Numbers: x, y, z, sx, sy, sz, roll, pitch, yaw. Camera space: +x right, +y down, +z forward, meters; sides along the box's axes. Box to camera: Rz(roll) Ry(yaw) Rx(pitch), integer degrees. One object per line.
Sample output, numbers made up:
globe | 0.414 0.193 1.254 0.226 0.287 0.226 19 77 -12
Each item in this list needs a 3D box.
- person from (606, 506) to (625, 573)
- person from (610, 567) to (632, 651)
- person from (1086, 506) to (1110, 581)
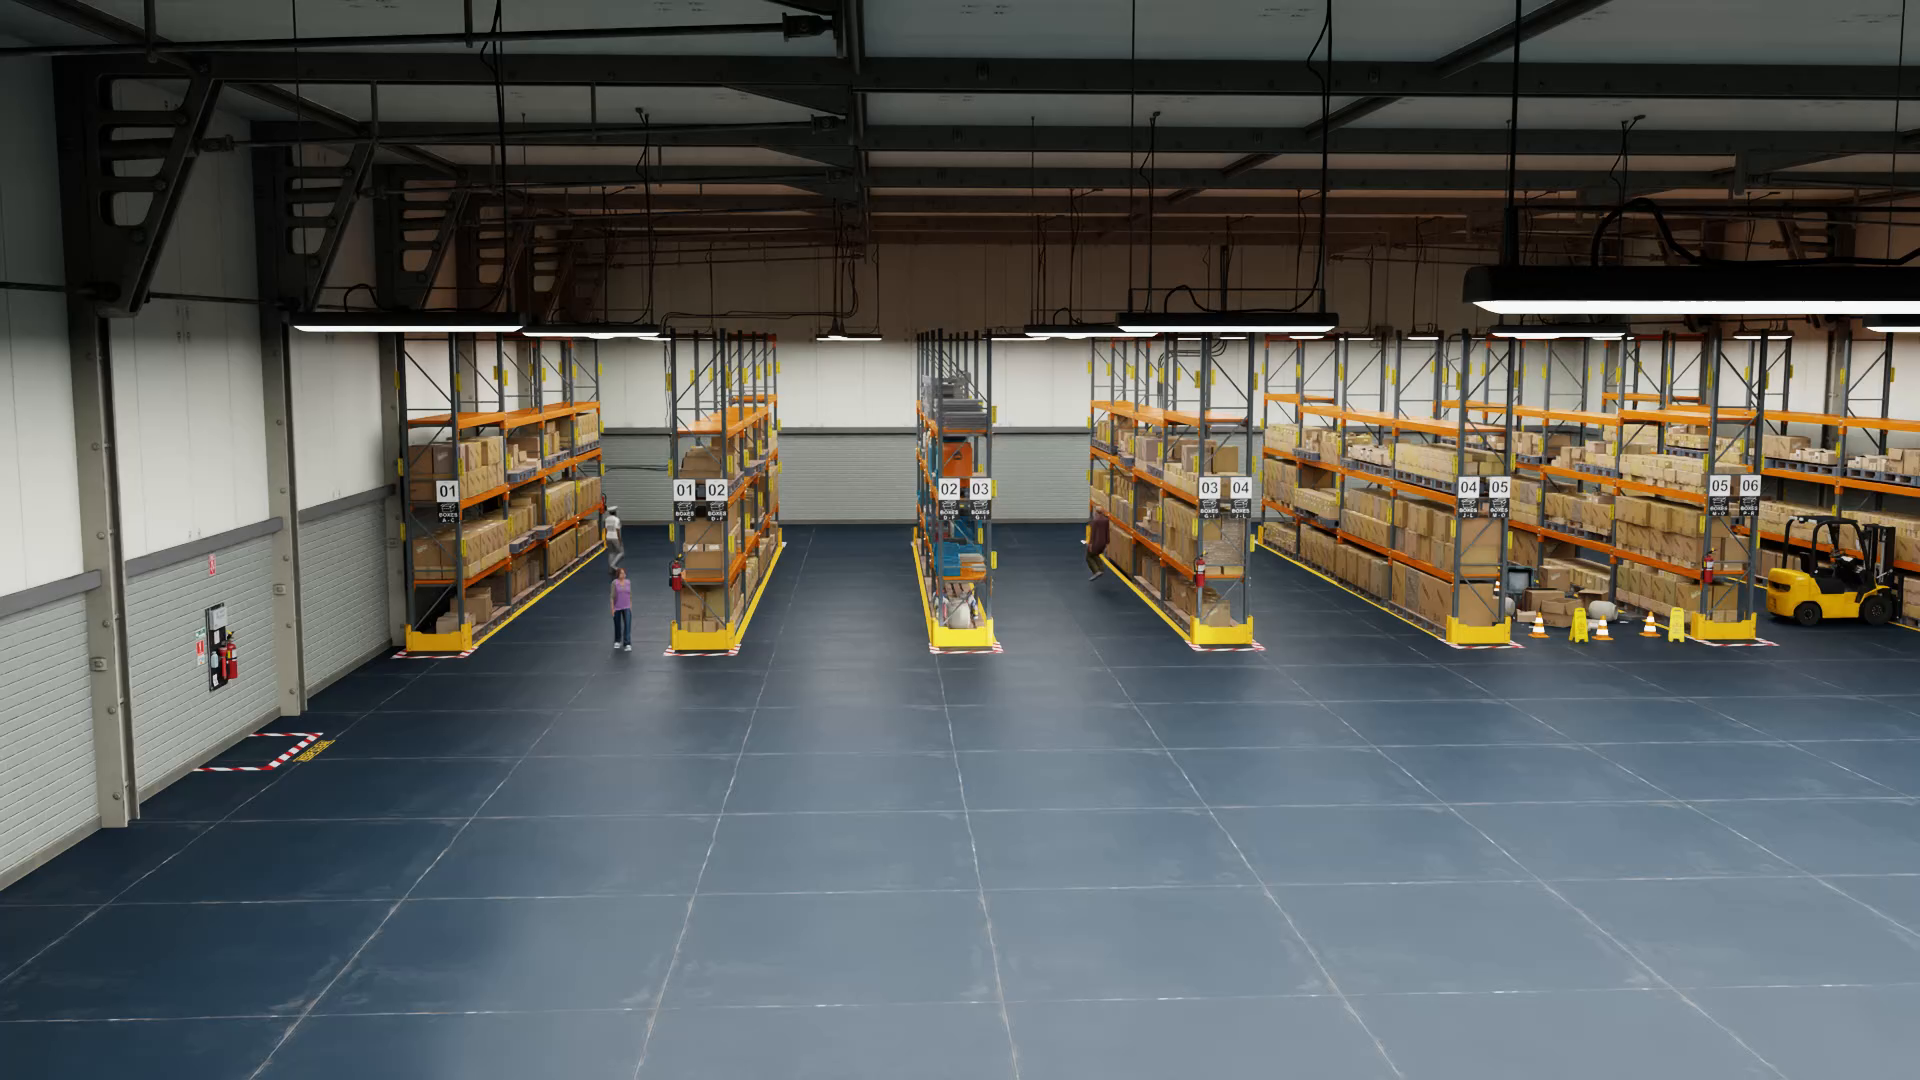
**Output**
person | -8.673 0.005 41.523 0.502 1.673 0.470 4 8 33
person | -6.302 1.284 30.991 0.436 1.566 0.847 -3 7 -21
person | 3.260 0.078 39.052 0.638 1.769 0.568 -5 8 -35
